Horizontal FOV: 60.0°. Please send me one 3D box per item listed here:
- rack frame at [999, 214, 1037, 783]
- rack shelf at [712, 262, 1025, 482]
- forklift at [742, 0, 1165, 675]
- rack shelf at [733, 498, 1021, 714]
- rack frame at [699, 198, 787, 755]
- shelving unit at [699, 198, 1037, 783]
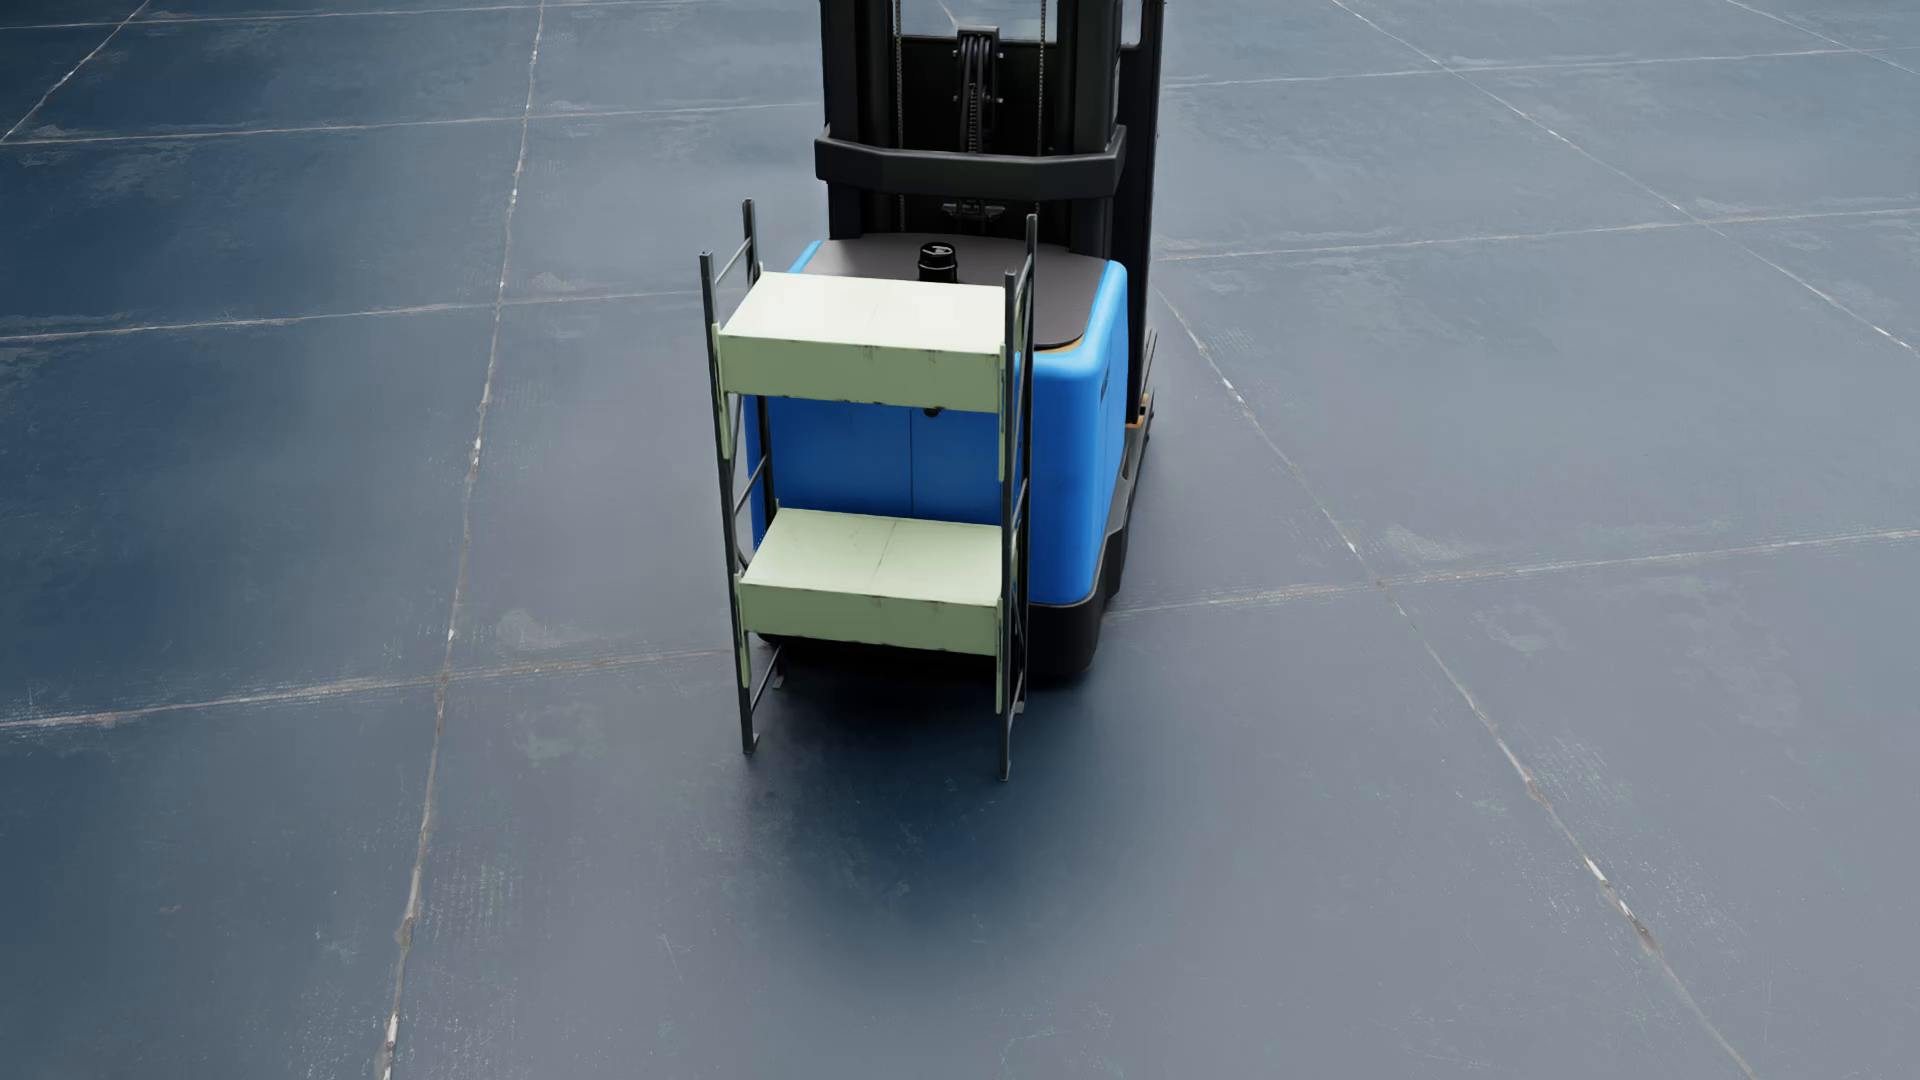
[{"bbox_3d":[0.150,-0.072,4.386,0.023,1.500,0.400,5,32,8],"label":"rack frame"},{"bbox_3d":[-0.212,-0.437,4.237,0.720,0.370,0.431,5,32,8],"label":"rack shelf"},{"bbox_3d":[0.144,-1.595,5.571,1.130,2.935,3.031,5,31,9],"label":"forklift"},{"bbox_3d":[-0.210,0.175,4.609,0.720,0.370,0.431,5,32,8],"label":"rack shelf"},{"bbox_3d":[-0.571,-0.135,4.493,0.023,1.500,0.400,5,32,8],"label":"rack frame"},{"bbox_3d":[-0.211,-0.104,4.439,0.755,1.500,0.431,5,32,8],"label":"shelving unit"}]
